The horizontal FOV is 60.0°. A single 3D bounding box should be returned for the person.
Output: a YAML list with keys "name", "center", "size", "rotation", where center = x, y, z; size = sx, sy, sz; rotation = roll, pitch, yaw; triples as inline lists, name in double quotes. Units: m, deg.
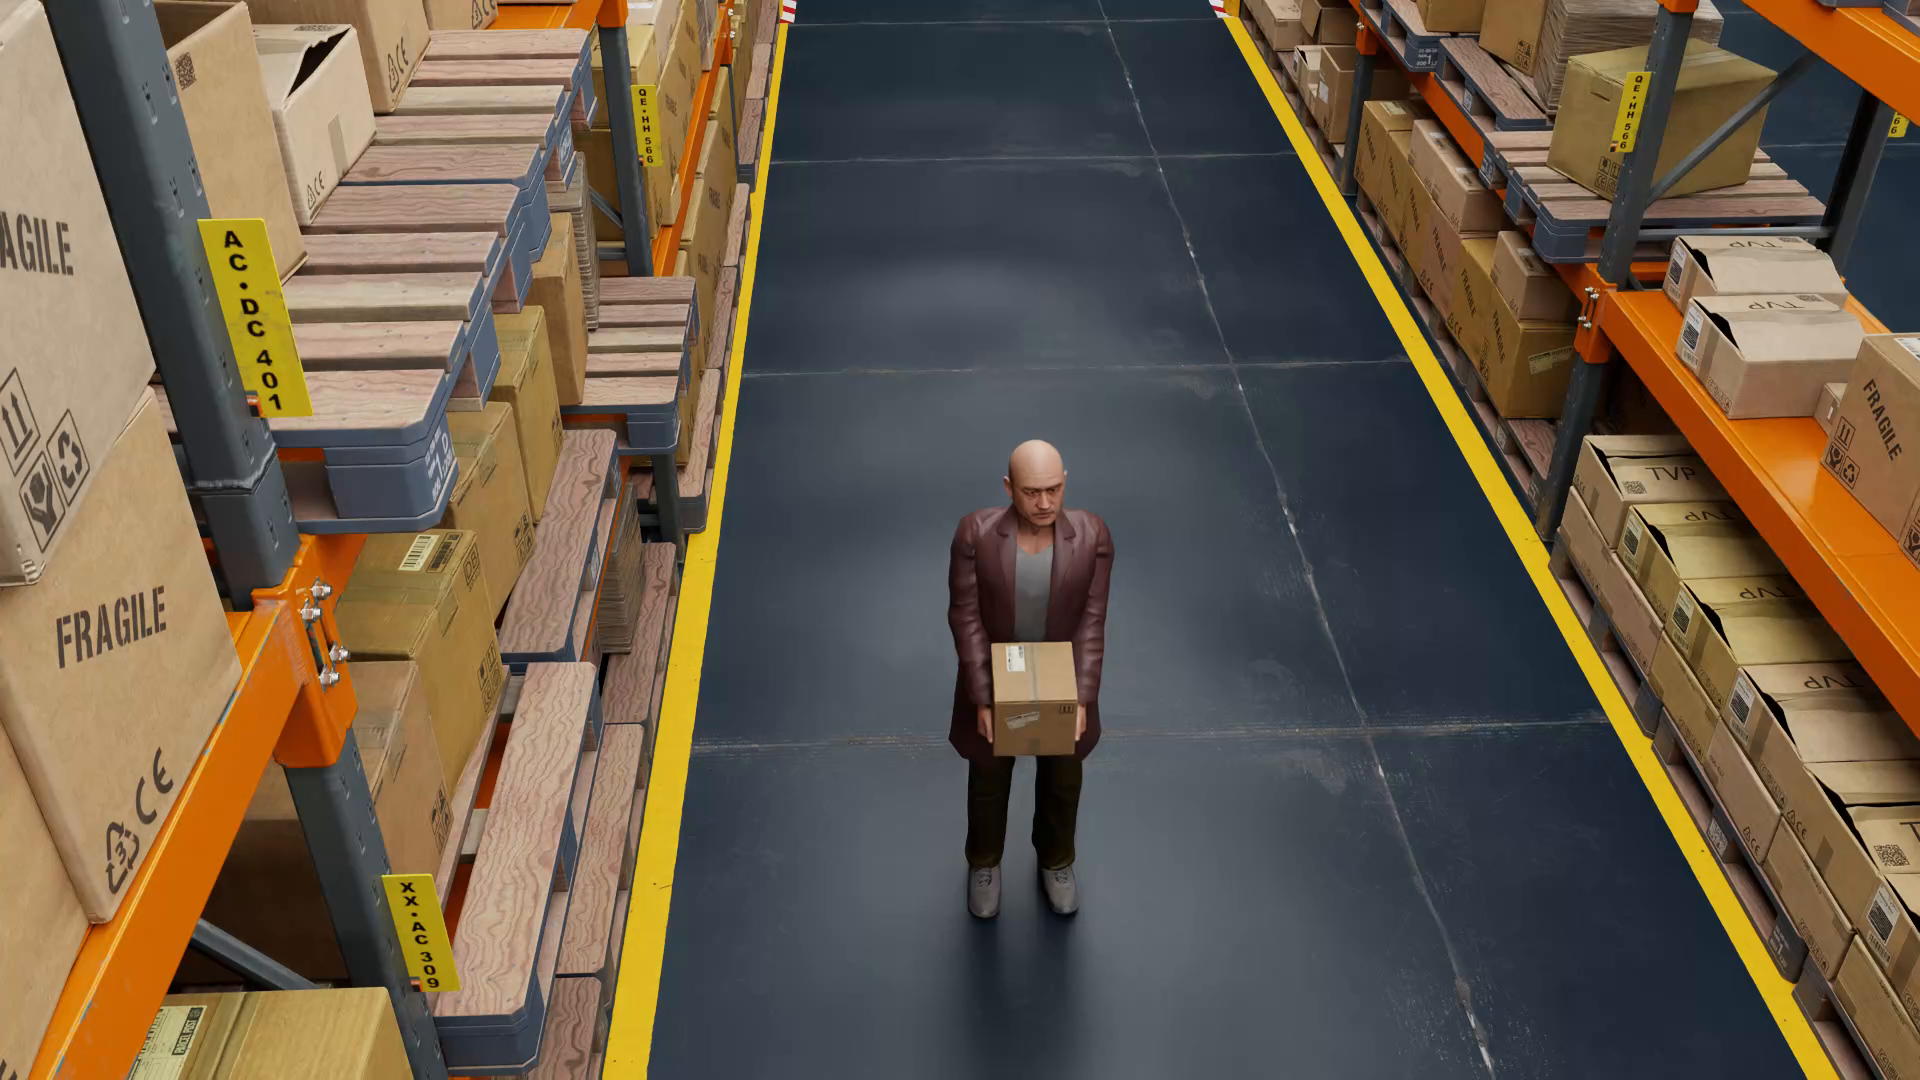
- name: "person"
  center: [0.226, 0.536, 5.390]
  size: [0.527, 1.775, 0.556]
  rotation: [-1, 35, -1]
